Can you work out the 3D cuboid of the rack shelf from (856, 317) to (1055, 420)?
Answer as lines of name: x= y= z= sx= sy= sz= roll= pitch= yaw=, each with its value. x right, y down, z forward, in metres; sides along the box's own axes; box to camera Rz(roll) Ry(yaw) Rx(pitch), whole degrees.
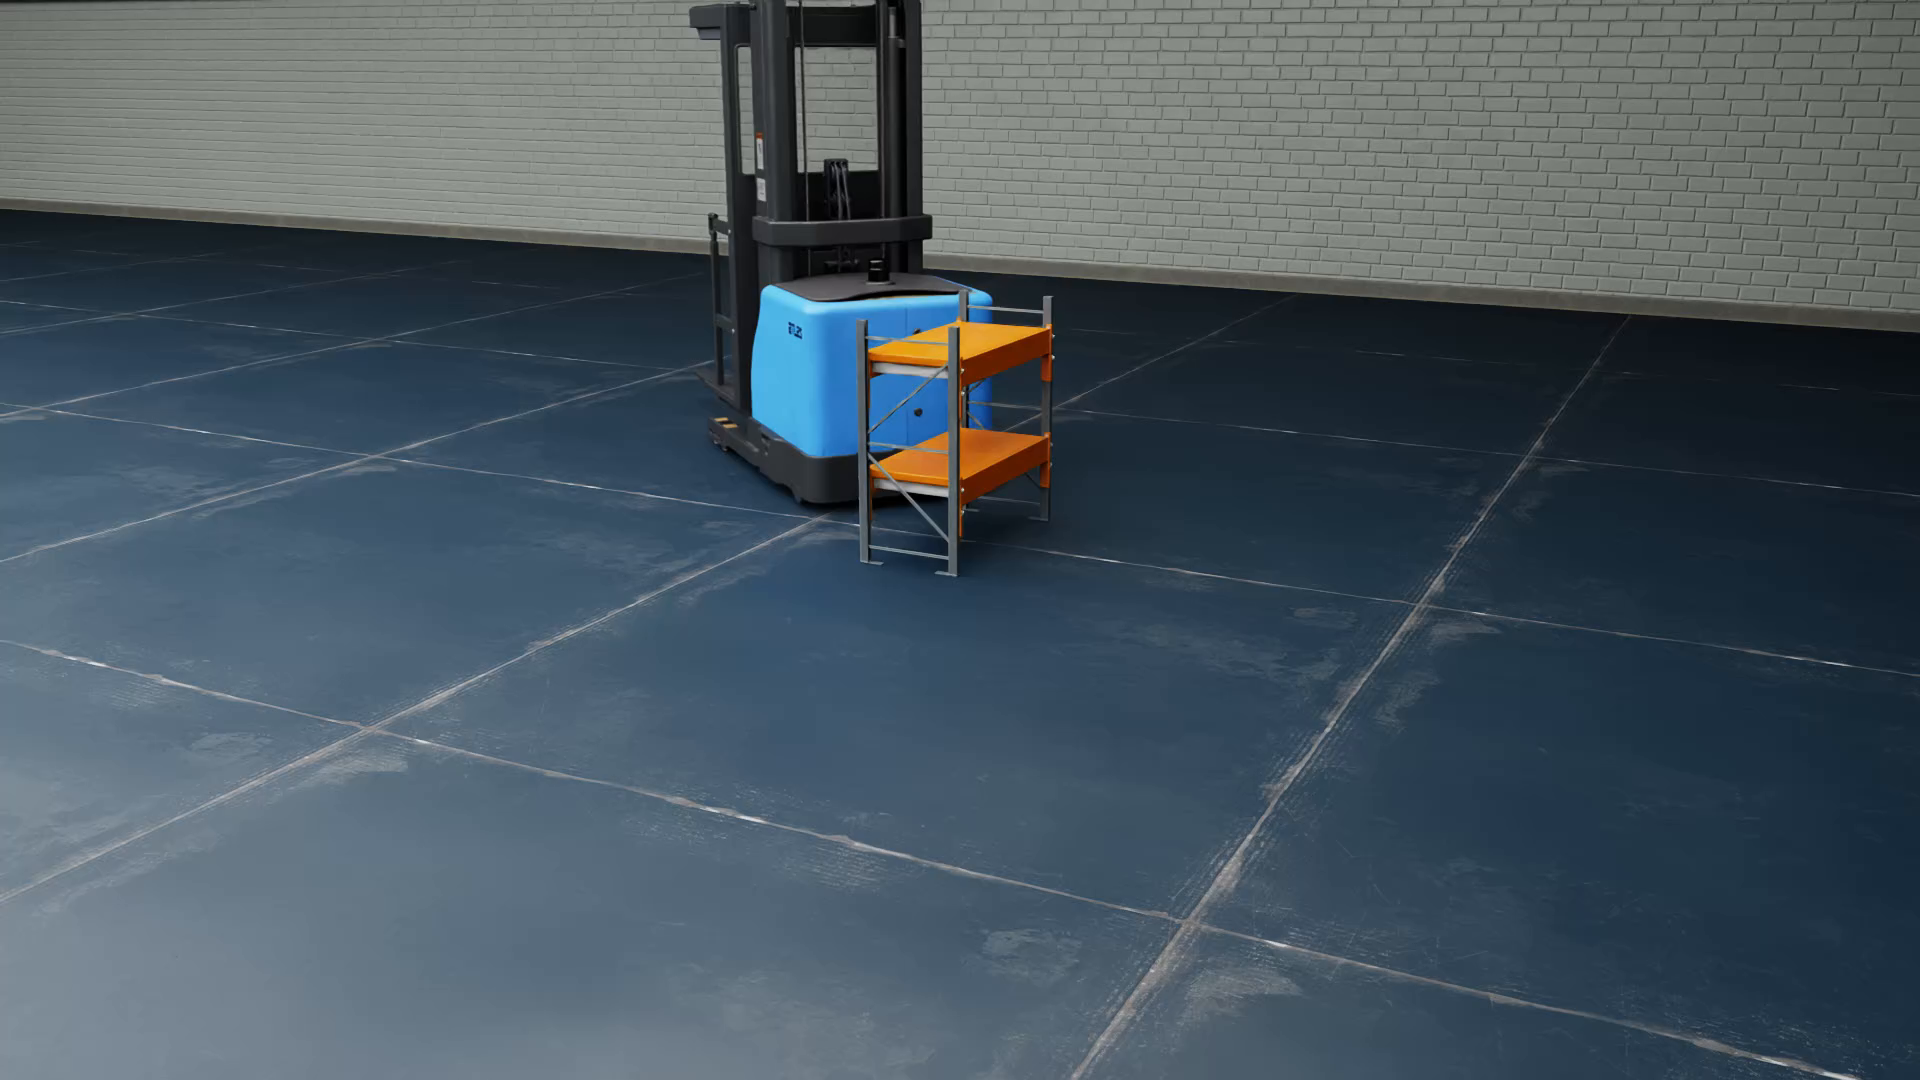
rack shelf: x=-0.003 y=-0.818 z=7.775 sx=0.538 sy=0.278 sz=1.000 roll=8 pitch=18 yaw=25

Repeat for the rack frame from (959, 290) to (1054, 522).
rack frame: x=0.224 y=-0.667 z=8.294 sx=0.500 sy=1.125 sz=0.032 roll=8 pitch=18 yaw=25

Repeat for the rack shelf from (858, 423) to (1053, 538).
rack shelf: x=-0.003 y=-0.303 z=7.928 sx=0.538 sy=0.278 sz=1.000 roll=8 pitch=18 yaw=25

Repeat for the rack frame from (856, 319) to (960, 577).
rack frame: x=-0.230 y=-0.408 z=7.422 sx=0.500 sy=1.125 sz=0.032 roll=8 pitch=18 yaw=25

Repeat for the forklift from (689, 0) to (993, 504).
forklift: x=-0.862 y=-1.965 z=9.492 sx=1.130 sy=2.935 sz=3.031 roll=-7 pitch=18 yaw=-22

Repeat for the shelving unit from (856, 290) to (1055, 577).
shelving unit: x=-0.003 y=-0.537 z=7.858 sx=0.538 sy=1.125 sz=1.048 roll=8 pitch=18 yaw=25
